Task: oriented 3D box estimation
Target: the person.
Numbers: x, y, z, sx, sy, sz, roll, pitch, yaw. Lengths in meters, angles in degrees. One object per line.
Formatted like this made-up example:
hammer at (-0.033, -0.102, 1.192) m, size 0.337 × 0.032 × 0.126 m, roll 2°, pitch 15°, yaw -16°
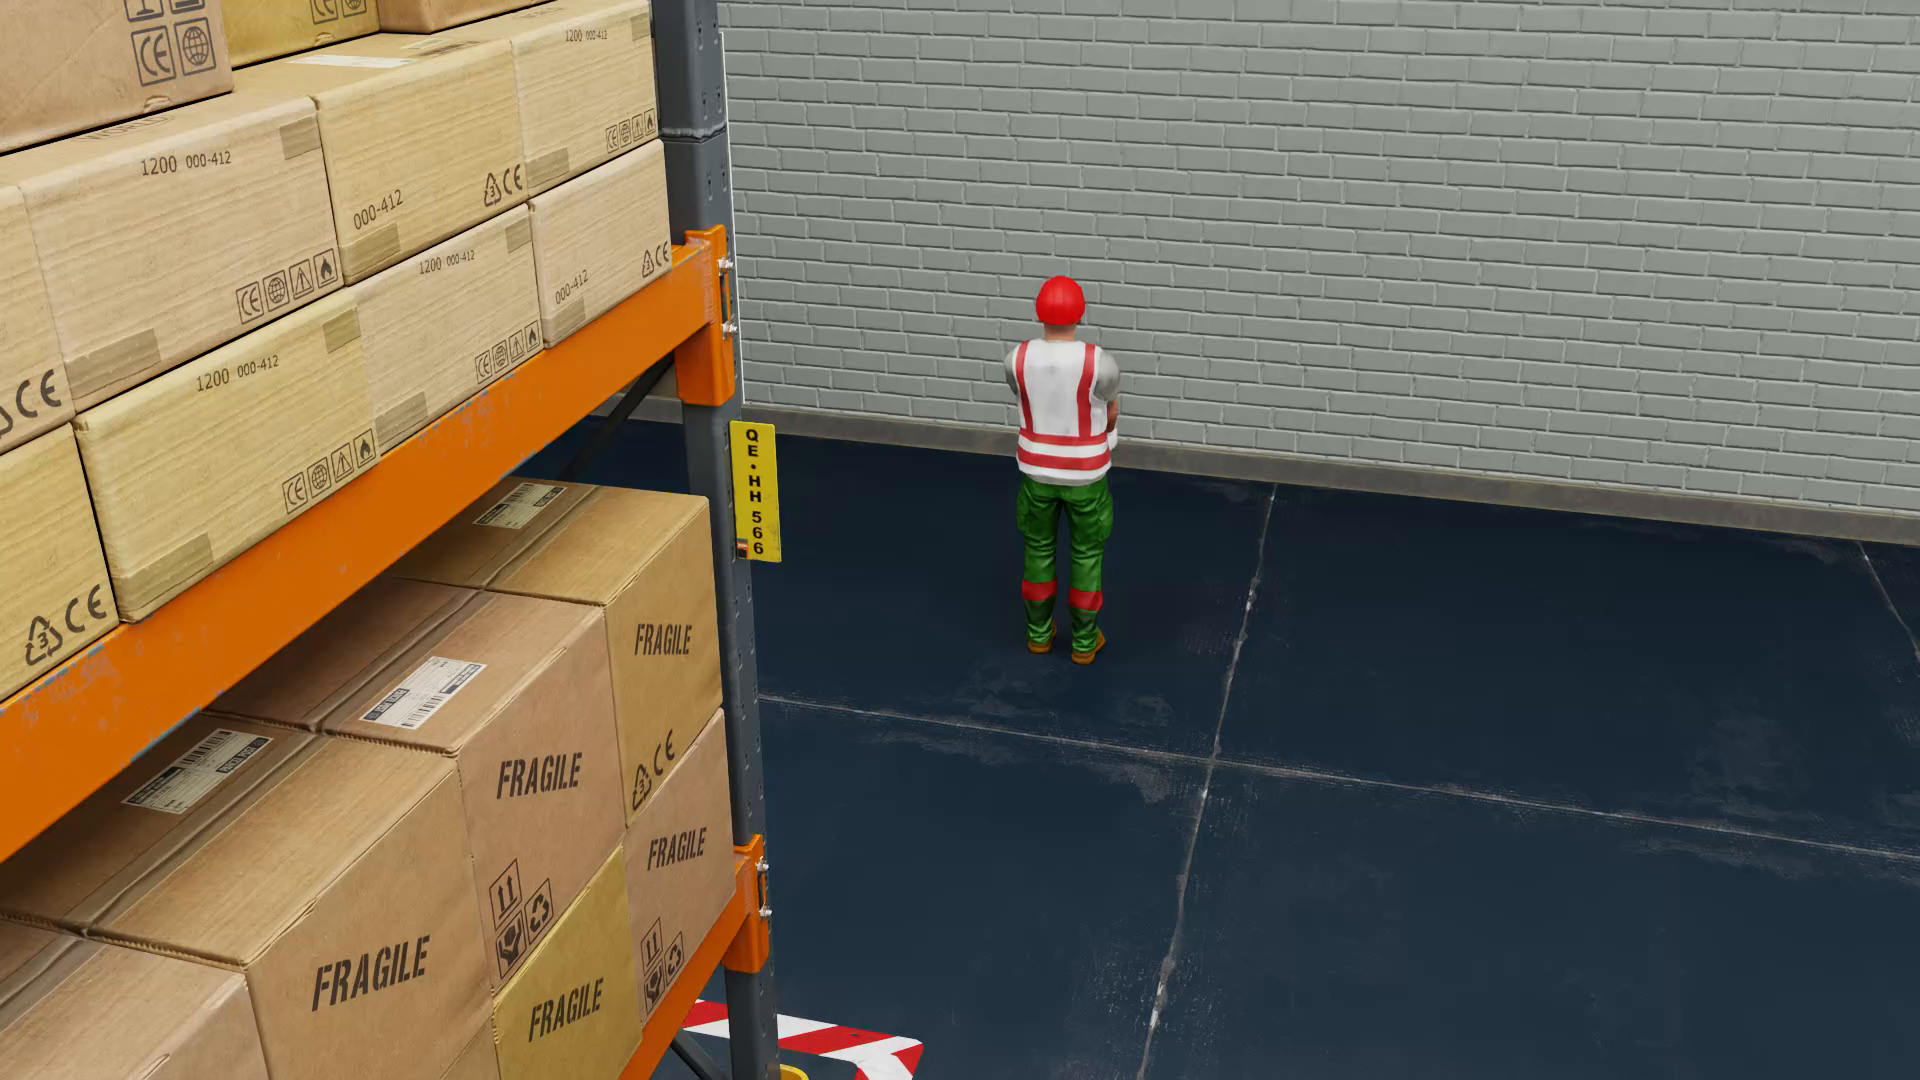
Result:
person at (0.463, -0.338, 7.310) m, size 0.493 × 1.782 × 0.572 m, roll 6°, pitch 26°, yaw 14°
